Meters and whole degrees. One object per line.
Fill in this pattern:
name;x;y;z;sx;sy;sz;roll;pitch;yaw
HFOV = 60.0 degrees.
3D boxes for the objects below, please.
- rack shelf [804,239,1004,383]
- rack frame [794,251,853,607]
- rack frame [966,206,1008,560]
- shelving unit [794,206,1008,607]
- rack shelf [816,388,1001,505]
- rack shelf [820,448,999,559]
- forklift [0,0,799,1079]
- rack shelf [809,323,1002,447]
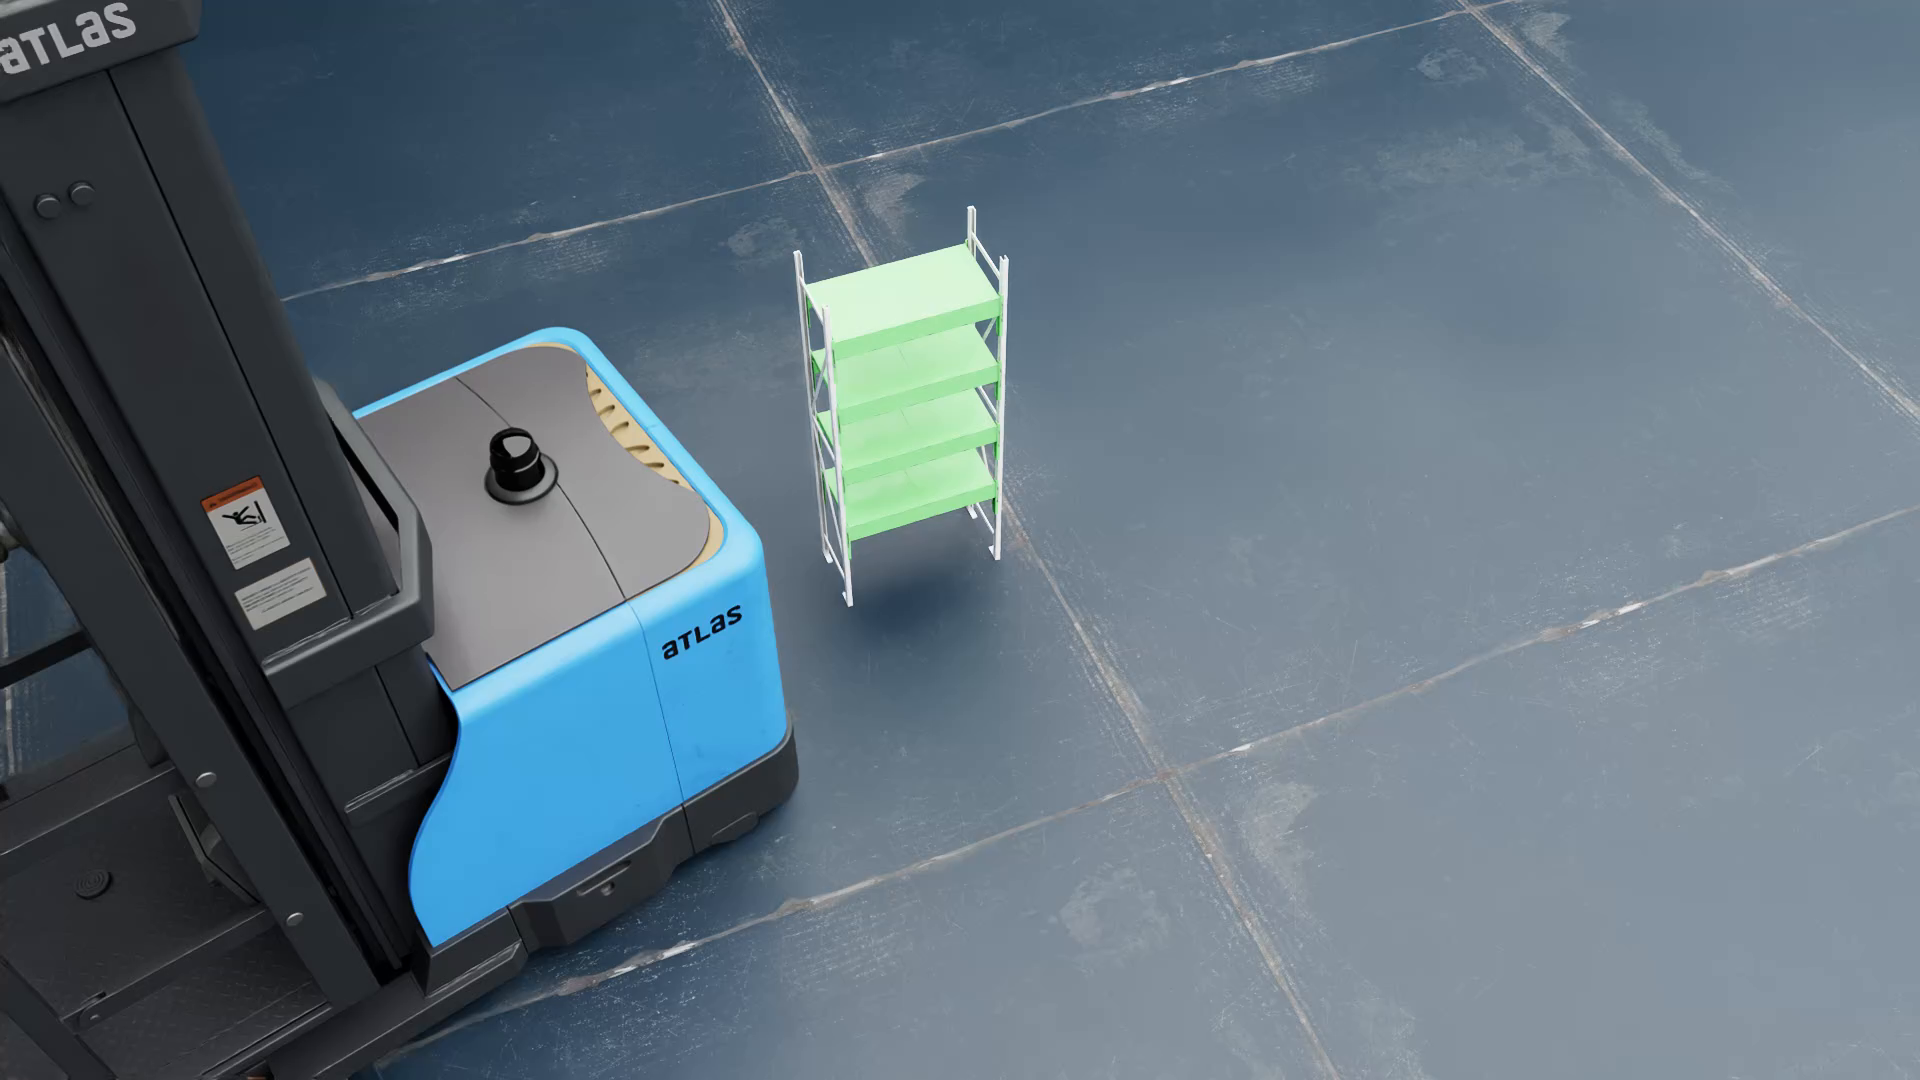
rack shelf;-0.153;-0.615;4.438;0.480;0.148;0.258;-17;52;-14
rack frame;-0.379;-0.273;4.694;0.015;1.200;0.240;-17;52;-14
rack frame;0.073;-0.413;4.814;0.015;1.200;0.240;-17;52;-14
shelving unit;-0.153;-0.343;4.754;0.503;1.200;0.258;-17;52;-14
rack shelf;-0.153;-0.302;4.803;0.480;0.148;0.258;-17;52;-14
rack shelf;-0.153;-0.145;4.985;0.480;0.148;0.258;-17;52;-14
forklift;-1.934;0.120;3.215;3.031;2.935;1.130;-29;55;-23
rack shelf;-0.153;-0.458;4.620;0.480;0.148;0.258;-17;52;-14
